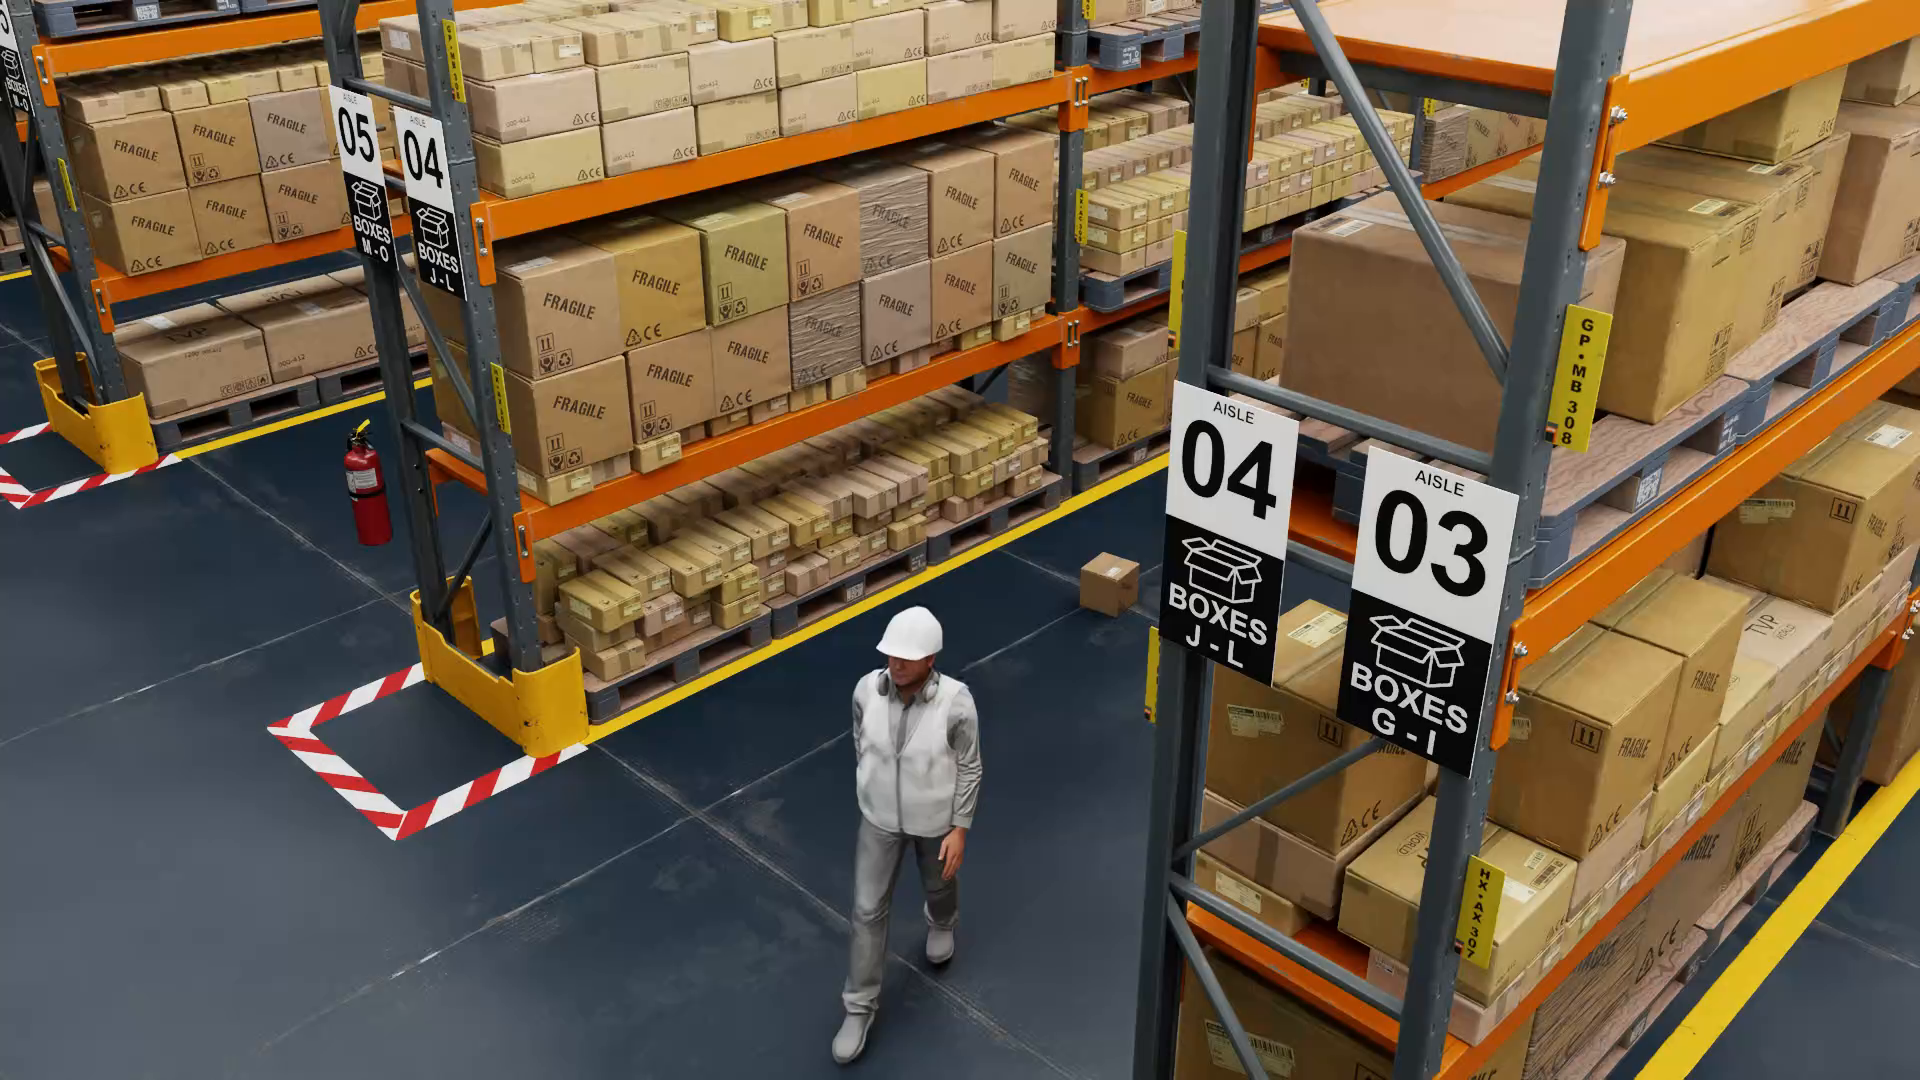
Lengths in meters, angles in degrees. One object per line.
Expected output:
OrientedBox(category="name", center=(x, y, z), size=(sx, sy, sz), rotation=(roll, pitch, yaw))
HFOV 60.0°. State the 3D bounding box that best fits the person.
OrientedBox(category="person", center=(-0.202, 1.097, 6.462), size=(0.551, 1.726, 0.952), rotation=(6, 28, 12))
